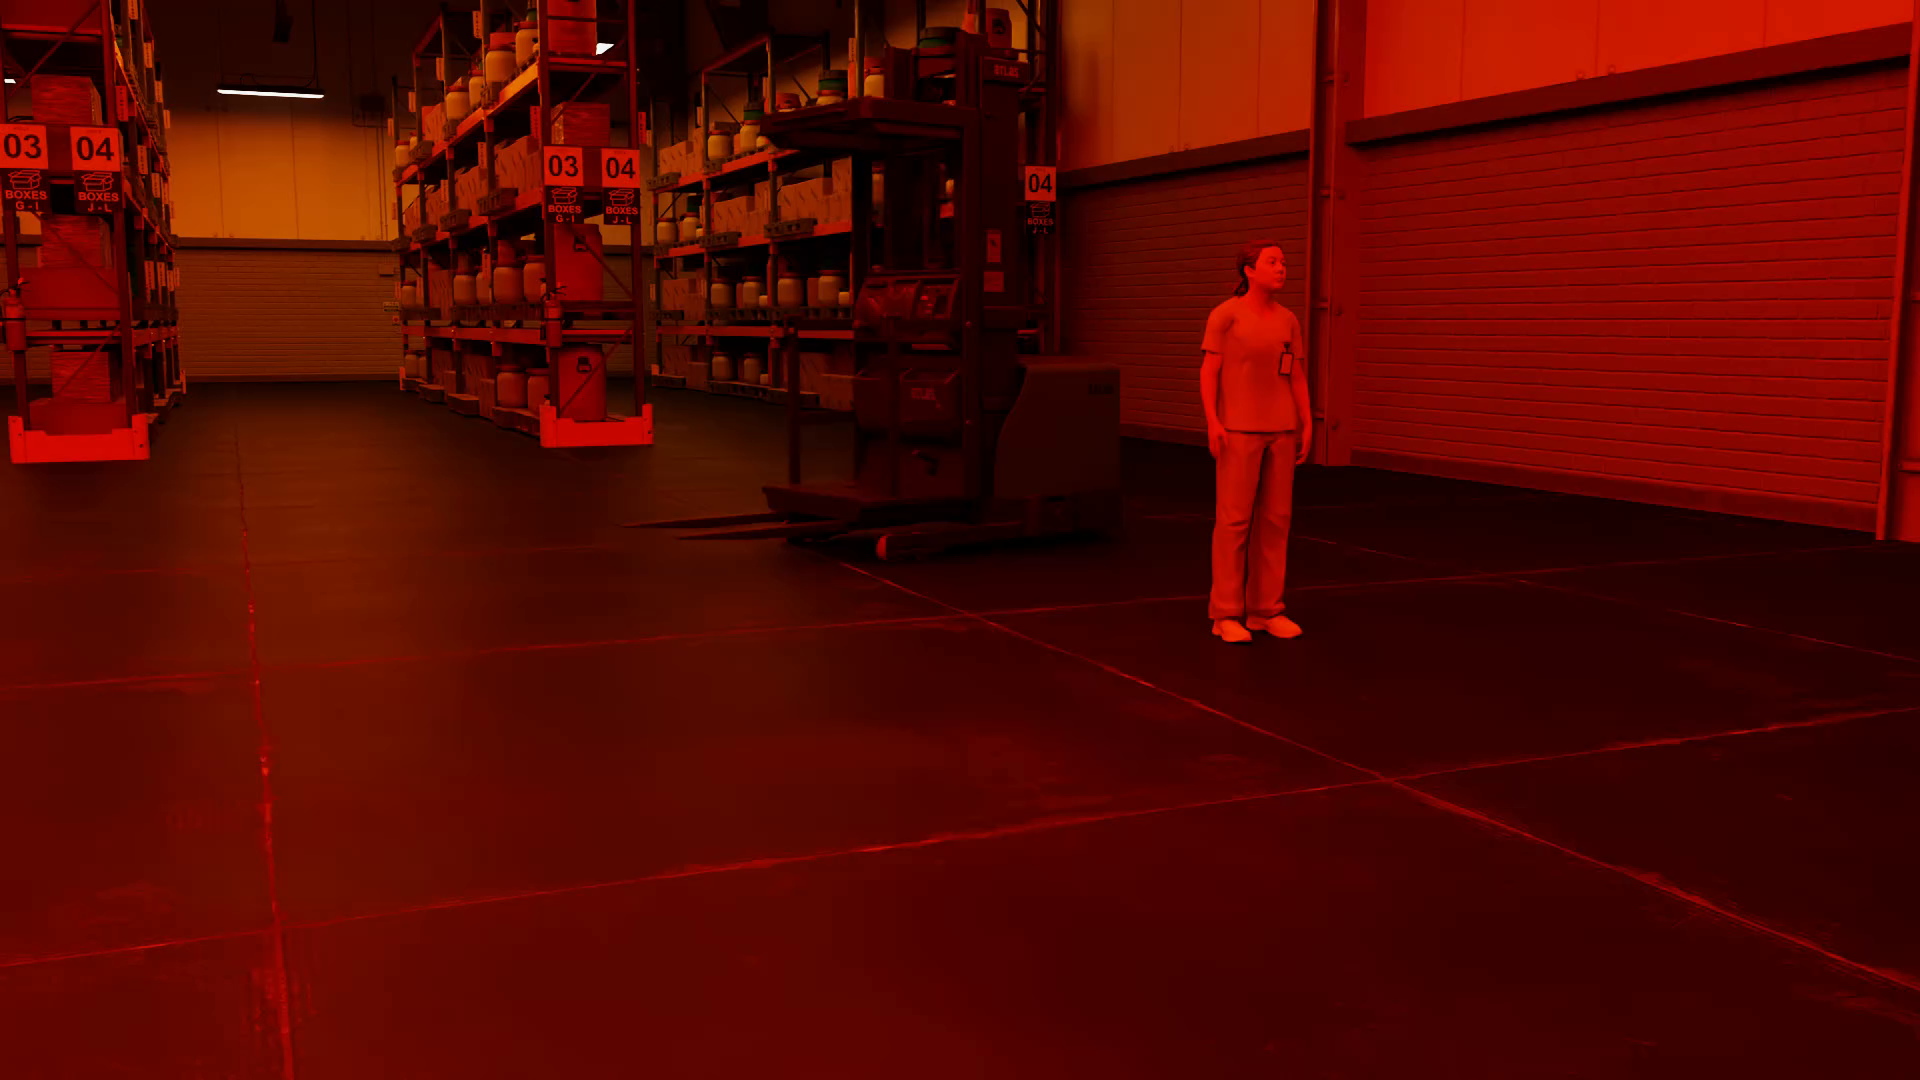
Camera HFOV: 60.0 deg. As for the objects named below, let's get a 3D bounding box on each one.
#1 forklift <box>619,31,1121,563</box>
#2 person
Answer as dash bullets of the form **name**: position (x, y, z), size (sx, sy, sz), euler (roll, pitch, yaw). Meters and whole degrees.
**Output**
- **forklift**: position (-0.471, -1.402, 9.571), size (3.031, 2.935, 1.130), euler (-6, 10, -38)
- **person**: position (1.284, -0.433, 7.028), size (0.527, 1.683, 0.518), euler (-3, 8, -21)
